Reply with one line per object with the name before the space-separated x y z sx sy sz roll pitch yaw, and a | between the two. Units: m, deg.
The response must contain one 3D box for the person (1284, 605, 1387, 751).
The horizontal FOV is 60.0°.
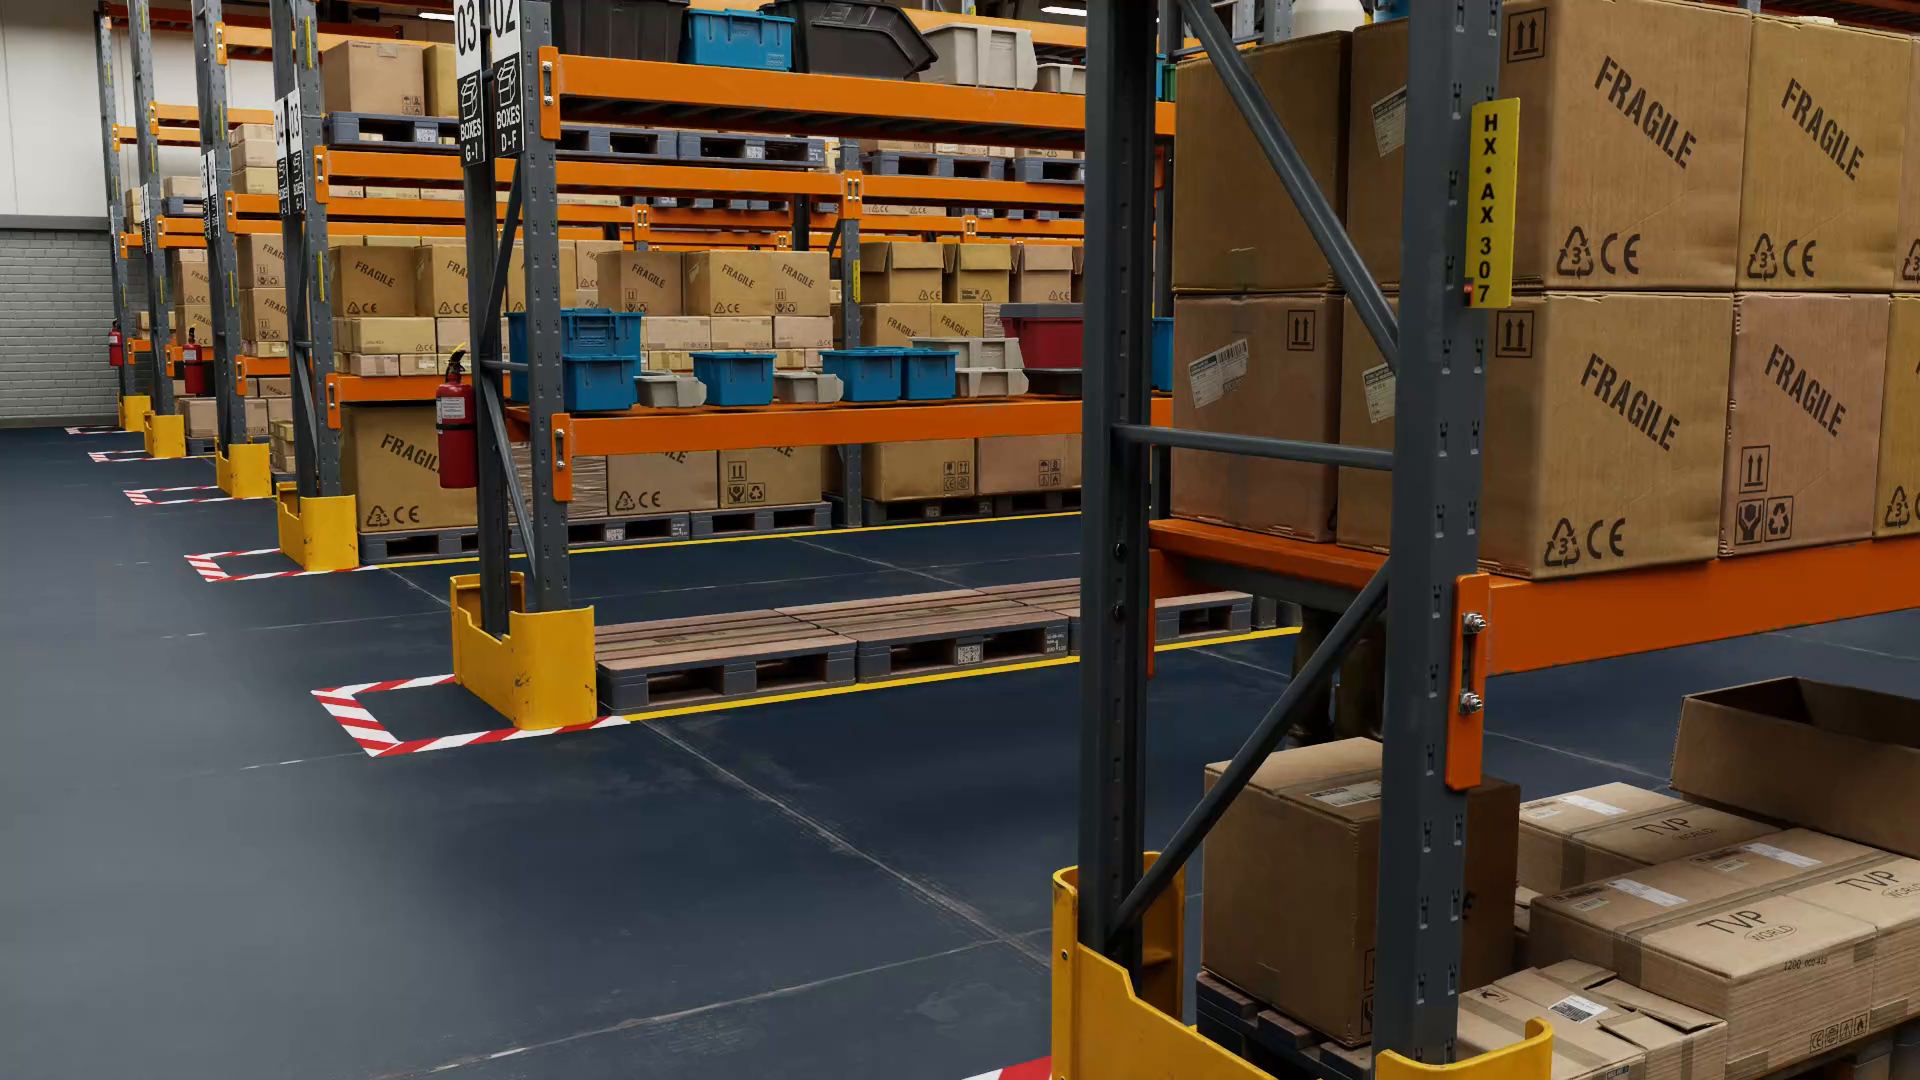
person | 1.492 -0.018 6.494 0.424 1.774 0.644 -5 9 -30
